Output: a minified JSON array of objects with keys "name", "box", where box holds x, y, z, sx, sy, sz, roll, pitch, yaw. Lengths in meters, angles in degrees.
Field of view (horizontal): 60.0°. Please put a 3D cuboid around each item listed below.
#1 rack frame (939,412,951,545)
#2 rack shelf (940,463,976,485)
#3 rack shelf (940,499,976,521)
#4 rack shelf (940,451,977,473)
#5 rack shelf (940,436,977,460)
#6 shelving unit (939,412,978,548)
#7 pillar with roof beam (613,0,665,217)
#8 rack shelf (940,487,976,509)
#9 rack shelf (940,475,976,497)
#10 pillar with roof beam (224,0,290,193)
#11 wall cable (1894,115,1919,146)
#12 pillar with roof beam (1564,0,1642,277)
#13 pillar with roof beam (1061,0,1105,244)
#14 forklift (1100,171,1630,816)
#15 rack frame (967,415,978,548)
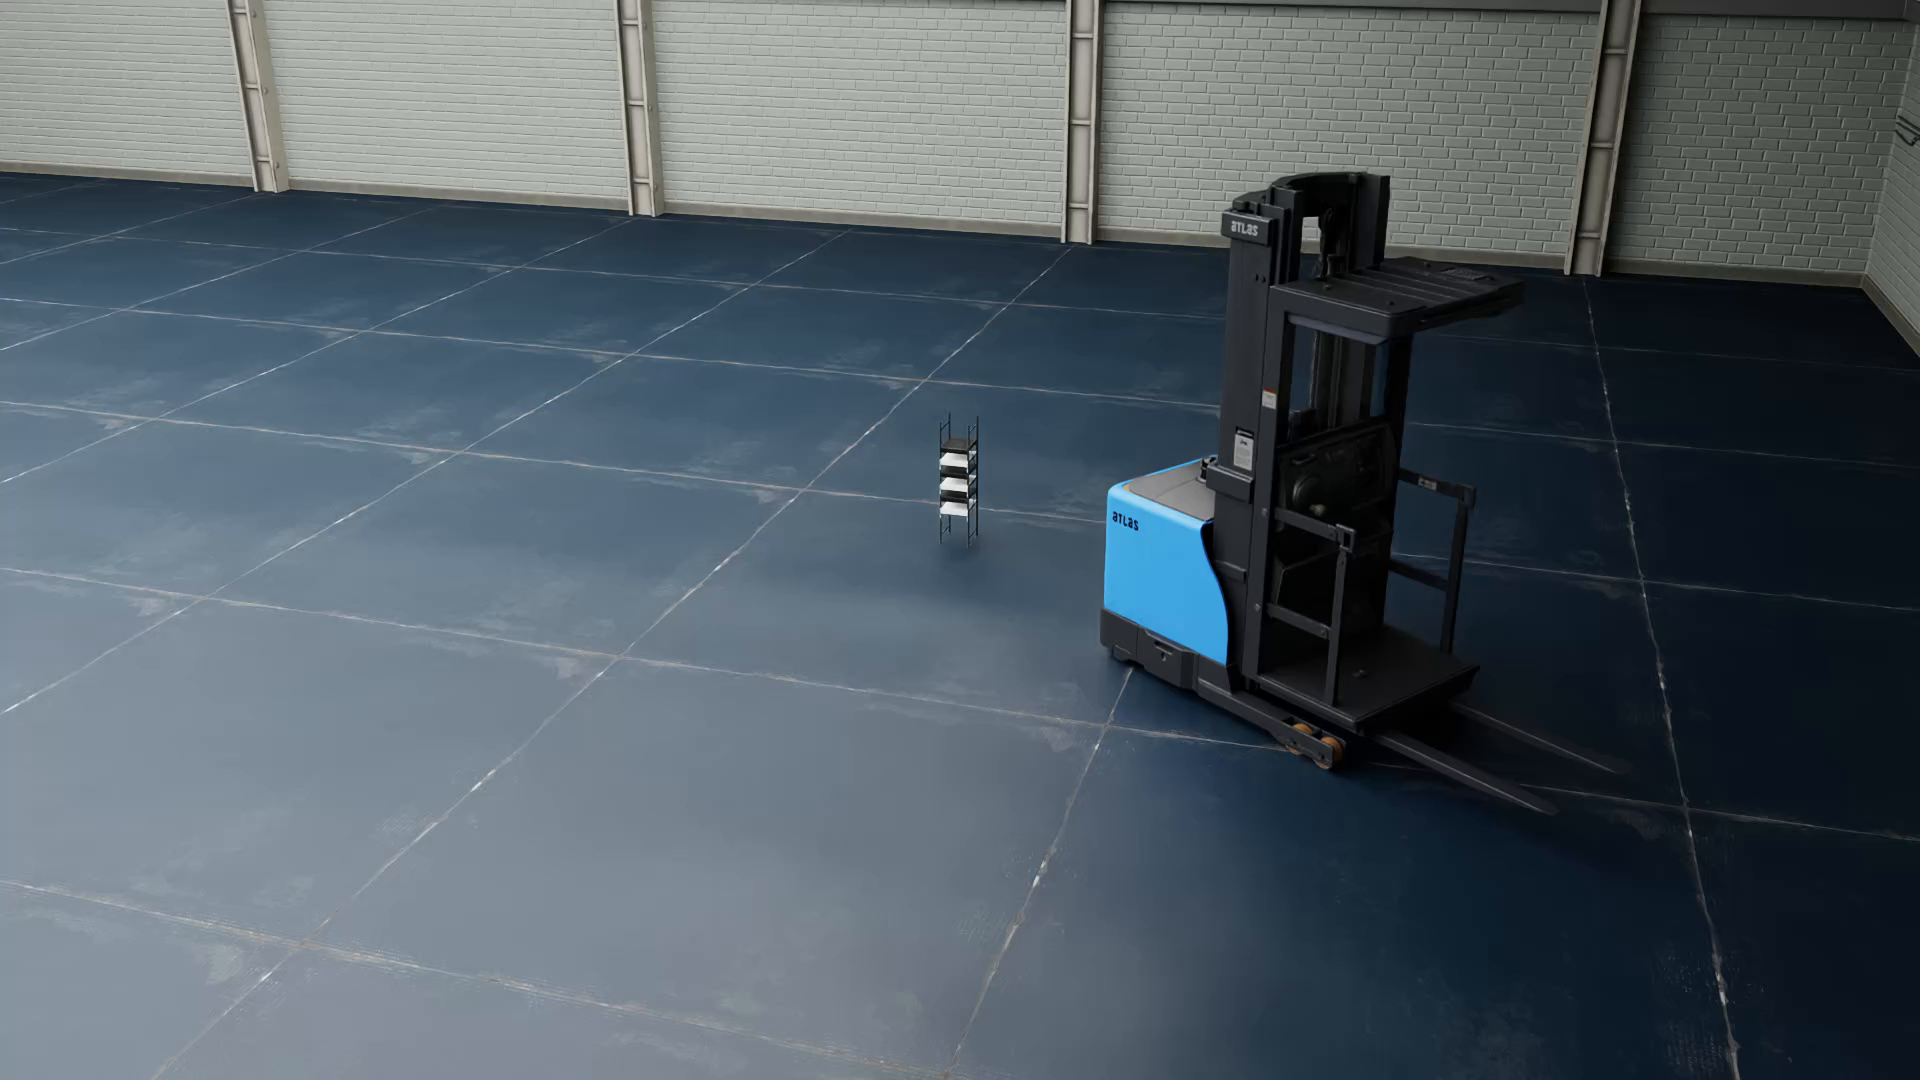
[{"name":"rack frame","box":[-0.105,-0.428,11.629,0.006,0.900,0.240,7,23,16]},{"name":"rack shelf","box":[-0.008,-0.470,11.580,0.200,0.077,0.258,7,23,16]},{"name":"rack shelf","box":[-0.008,-0.220,11.682,0.200,0.077,0.258,7,23,16]},{"name":"rack shelf","box":[-0.008,-0.553,11.546,0.200,0.077,0.258,7,23,16]},{"name":"rack shelf","box":[-0.008,-0.636,11.512,0.200,0.077,0.258,7,23,16]},{"name":"shelving unit","box":[-0.008,-0.417,11.601,0.210,0.900,0.258,7,23,16]},{"name":"pillar with roof beam","box":[-5.488,-7.028,17.046,0.400,9.000,9.100,7,23,16]},{"name":"rack shelf","box":[-0.008,-0.303,11.648,0.200,0.077,0.258,7,23,16]},{"name":"rack shelf","box":[-0.008,-0.386,11.614,0.200,0.077,0.258,7,23,16]},{"name":"pillar with roof beam","box":[-11.232,-7.686,18.650,0.400,9.000,9.100,7,23,16]},{"name":"wall cable","box":[9.683,-5.037,16.283,0.112,2.526,3.097,7,23,16]},{"name":"pillar with roof beam","box":[6.001,-5.713,13.839,0.400,9.000,9.100,7,23,16]},{"name":"pillar with roof beam","box":[0.257,-6.370,15.443,0.400,9.000,9.100,7,23,16]},{"name":"forklift","box":[2.160,-0.357,8.778,1.130,2.935,3.031,-17,28,-35]},{"name":"rack frame","box":[0.090,-0.406,11.574,0.006,0.900,0.240,7,23,16]}]
